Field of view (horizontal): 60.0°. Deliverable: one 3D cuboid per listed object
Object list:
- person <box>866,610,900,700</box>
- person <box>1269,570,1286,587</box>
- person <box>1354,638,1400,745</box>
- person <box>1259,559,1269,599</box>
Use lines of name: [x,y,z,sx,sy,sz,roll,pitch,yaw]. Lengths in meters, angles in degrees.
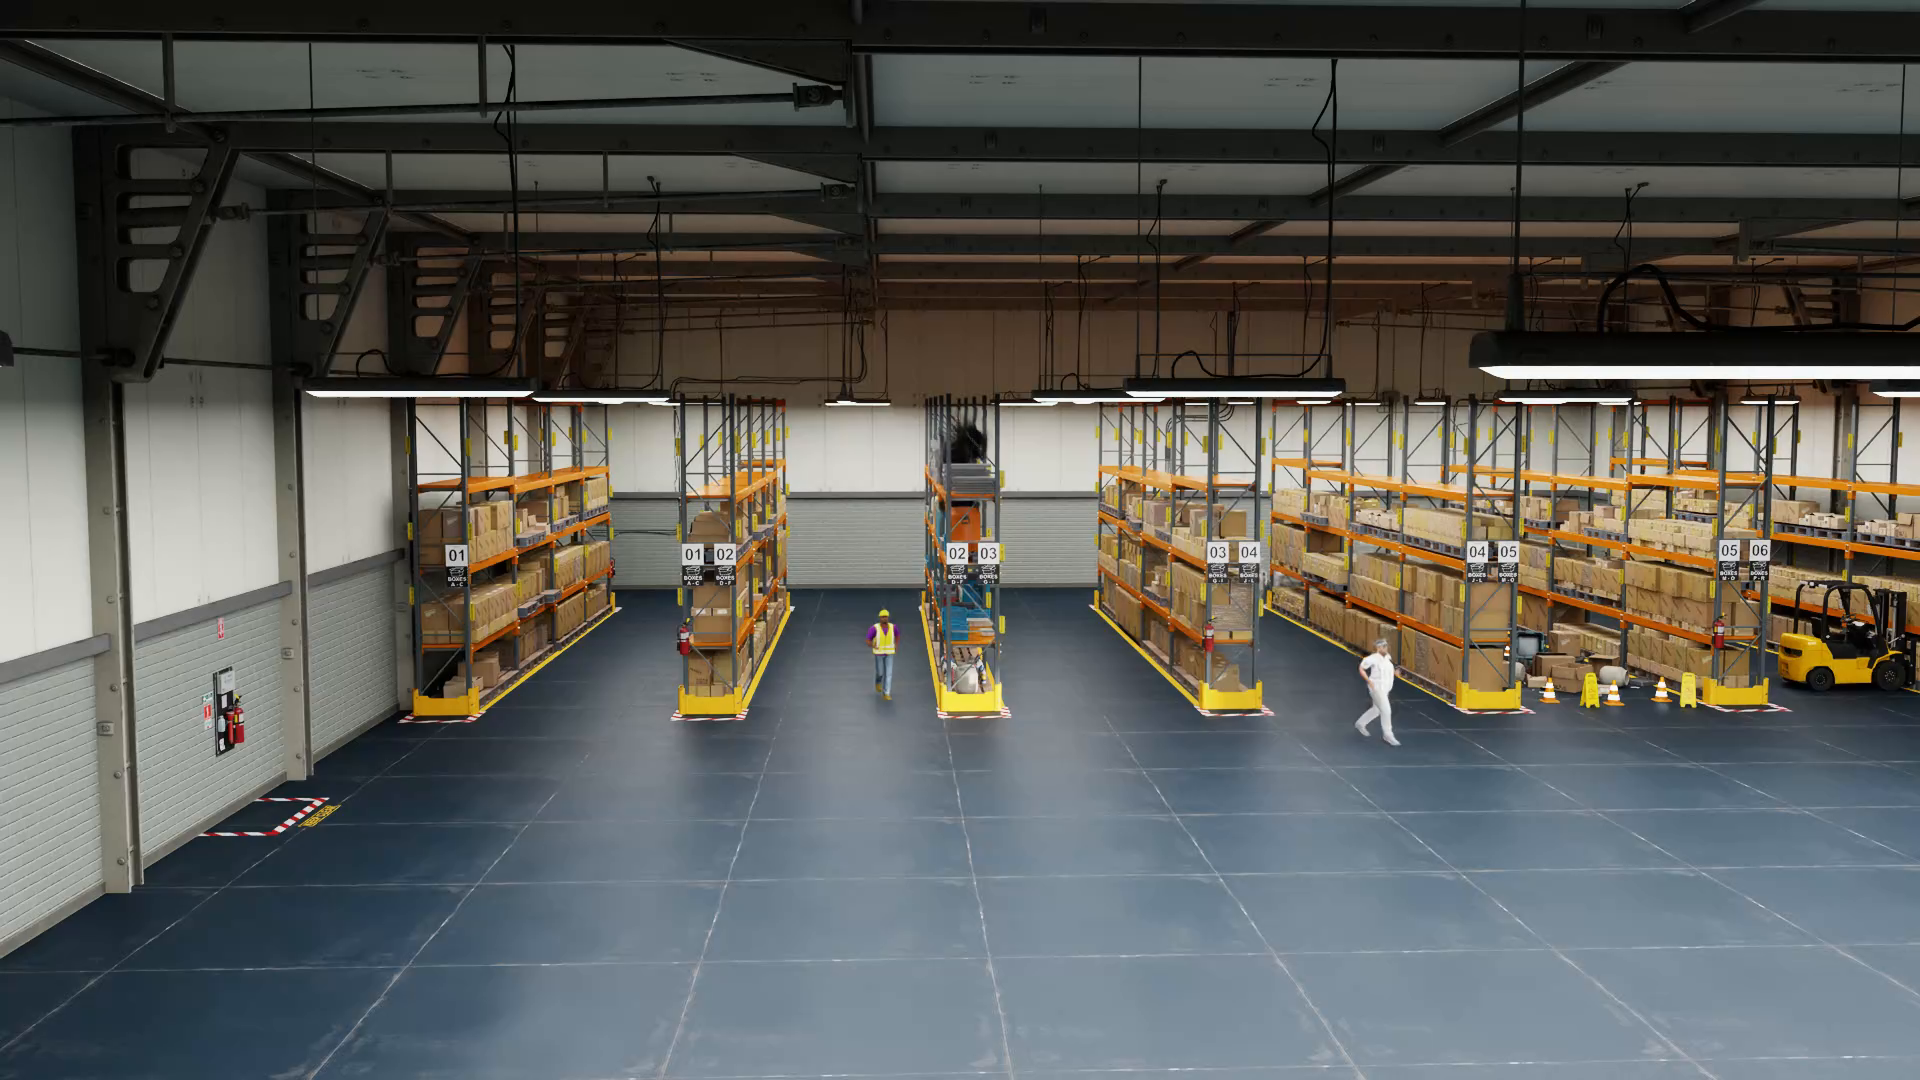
person: [-1.494,2.244,32.757,0.712,1.743,0.897,-1,5,-12]
person: [9.426,1.001,48.920,0.546,1.721,0.669,-1,5,-16]
person: [7.226,2.576,28.633,0.891,1.818,0.640,4,6,42]
person: [8.011,1.360,44.687,0.575,1.679,0.637,-1,5,-10]
